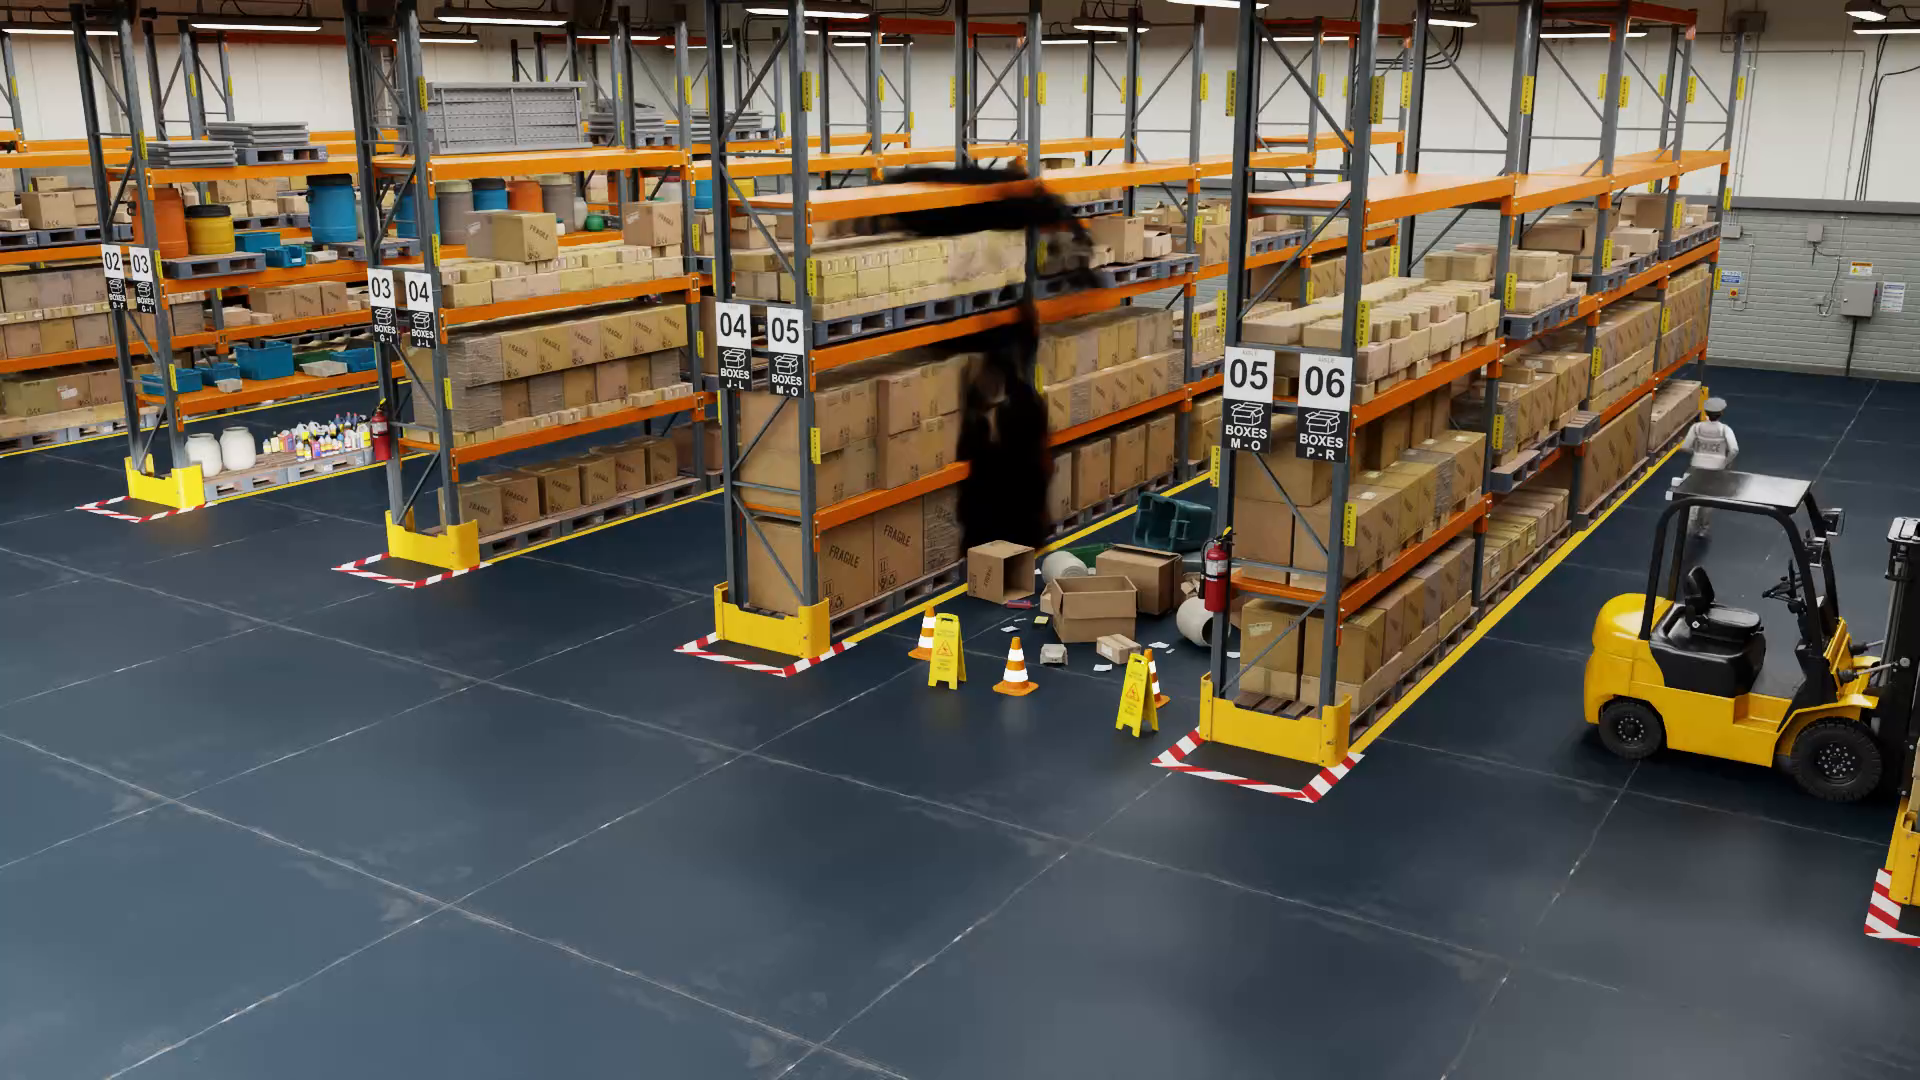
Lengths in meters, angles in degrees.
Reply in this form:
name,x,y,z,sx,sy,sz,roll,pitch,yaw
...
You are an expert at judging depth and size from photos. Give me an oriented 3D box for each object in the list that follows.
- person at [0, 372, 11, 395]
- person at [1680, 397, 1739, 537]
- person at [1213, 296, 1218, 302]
name,x,y,z,sx,sy,sz,roll,pitch,yaw
person,-14.650,-2.592,25.287,0.729,1.785,0.835,9,18,30
person,8.513,-0.780,18.947,0.618,1.694,0.826,9,18,29
person,4.329,-3.229,27.716,0.577,1.681,0.965,13,20,40
